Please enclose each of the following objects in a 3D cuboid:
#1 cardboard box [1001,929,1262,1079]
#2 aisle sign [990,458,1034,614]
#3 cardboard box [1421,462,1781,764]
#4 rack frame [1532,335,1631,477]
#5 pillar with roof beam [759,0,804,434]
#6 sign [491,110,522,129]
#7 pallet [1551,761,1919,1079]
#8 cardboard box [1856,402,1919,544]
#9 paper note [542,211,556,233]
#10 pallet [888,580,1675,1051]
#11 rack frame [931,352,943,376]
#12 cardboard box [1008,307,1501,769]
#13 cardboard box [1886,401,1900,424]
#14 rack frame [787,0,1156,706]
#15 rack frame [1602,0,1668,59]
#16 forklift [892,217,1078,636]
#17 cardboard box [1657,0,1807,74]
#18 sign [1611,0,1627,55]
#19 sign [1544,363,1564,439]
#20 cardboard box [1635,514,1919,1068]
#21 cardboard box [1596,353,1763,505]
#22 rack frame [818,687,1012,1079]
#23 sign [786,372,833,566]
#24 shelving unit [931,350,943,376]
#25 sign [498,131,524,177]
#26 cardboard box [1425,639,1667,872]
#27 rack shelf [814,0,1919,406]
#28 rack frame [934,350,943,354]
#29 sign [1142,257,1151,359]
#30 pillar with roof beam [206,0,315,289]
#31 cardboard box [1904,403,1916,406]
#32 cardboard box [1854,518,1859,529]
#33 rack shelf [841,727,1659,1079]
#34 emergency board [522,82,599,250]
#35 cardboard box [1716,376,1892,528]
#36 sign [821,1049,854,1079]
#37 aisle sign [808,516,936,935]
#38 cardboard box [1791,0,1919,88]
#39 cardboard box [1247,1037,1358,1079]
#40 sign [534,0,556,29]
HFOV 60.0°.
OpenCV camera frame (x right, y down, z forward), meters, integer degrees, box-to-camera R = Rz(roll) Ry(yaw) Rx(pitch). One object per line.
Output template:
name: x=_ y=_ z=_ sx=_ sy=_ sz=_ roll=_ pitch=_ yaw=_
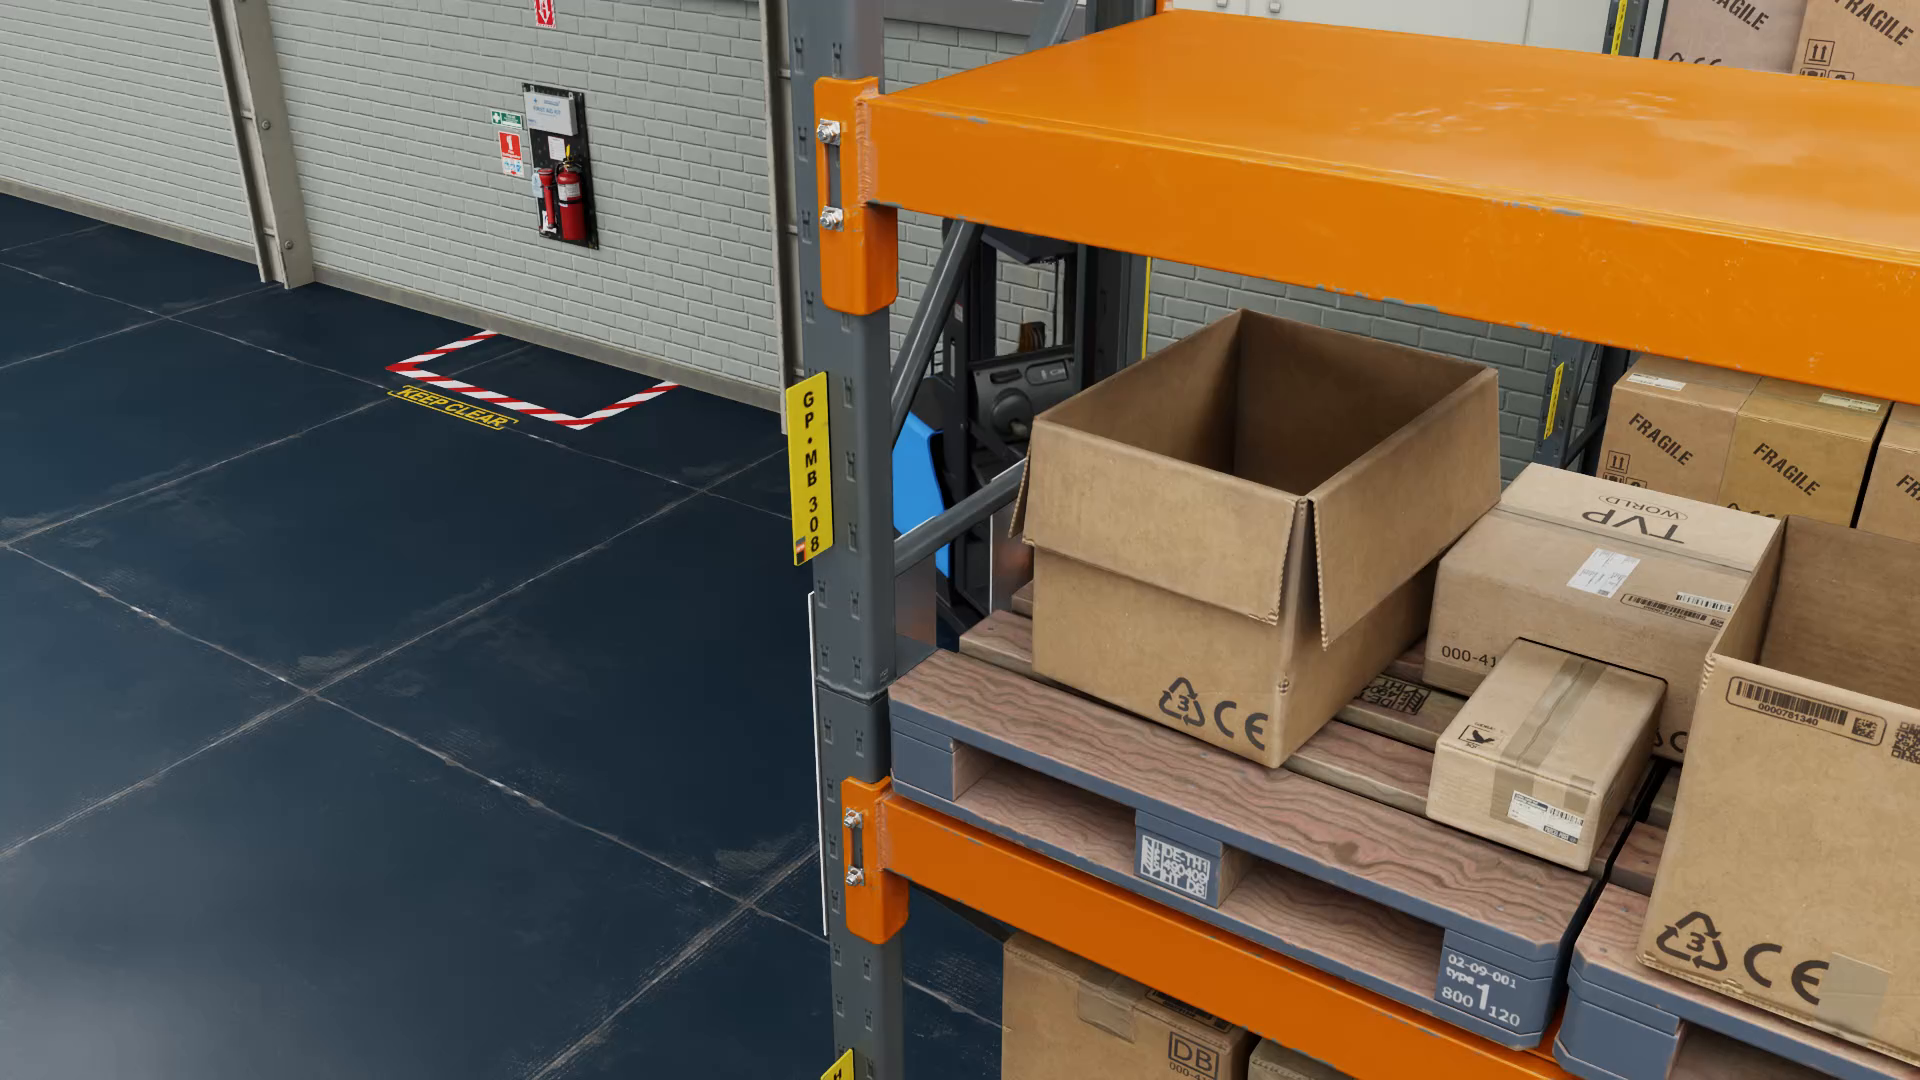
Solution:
cardboard box: x=0.487 y=0.953 z=3.530 sx=0.500 sy=0.500 sz=0.700 roll=17 pitch=32 yaw=30
aisle sign: x=0.178 y=0.152 z=3.777 sx=0.004 sy=0.787 sz=0.394 roll=17 pitch=32 yaw=30
cardboard box: x=1.164 y=0.115 z=2.957 sx=0.500 sy=0.250 sz=0.500 roll=17 pitch=32 yaw=30
rack frame: x=2.867 y=-0.415 z=7.759 sx=0.127 sy=3.000 sz=1.000 roll=17 pitch=32 yaw=30
pillar with roof beam: x=-3.449 y=-3.164 z=6.546 sx=0.400 sy=9.000 sz=9.100 roll=17 pitch=32 yaw=30
sign: x=-3.426 y=-3.177 z=12.561 sx=0.331 sy=0.109 sz=0.001 roll=17 pitch=32 yaw=30
pallet: x=1.643 y=0.644 z=2.467 sx=1.213 sy=0.211 sz=1.003 roll=17 pitch=32 yaw=30
cardboard box: x=3.914 y=-0.191 z=6.635 sx=0.500 sy=0.500 sz=0.500 roll=16 pitch=31 yaw=29
paper note: x=-3.134 y=-2.427 z=12.684 sx=0.142 sy=0.148 sz=0.016 roll=17 pitch=32 yaw=30
pallet: x=0.634 y=0.331 z=3.082 sx=1.213 sy=0.211 sz=1.003 roll=17 pitch=32 yaw=30
rack frame: x=-0.064 y=-0.594 z=10.094 sx=0.240 sy=1.200 sz=0.006 roll=-13 pitch=30 yaw=-24
cardboard box: x=0.537 y=-0.046 z=2.994 sx=0.637 sy=0.503 sz=0.797 roll=20 pitch=33 yaw=34
cardboard box: x=3.785 y=-0.517 z=7.276 sx=0.500 sy=0.500 sz=0.500 roll=18 pitch=32 yaw=31
rack frame: x=0.065 y=-1.236 z=2.757 sx=0.127 sy=3.000 sz=1.000 roll=17 pitch=32 yaw=30
rack frame: x=2.867 y=-3.089 z=6.398 sx=0.127 sy=3.000 sz=1.000 roll=17 pitch=32 yaw=30
forklift: x=0.594 y=-0.742 z=8.476 sx=1.130 sy=2.935 sz=3.031 roll=-13 pitch=30 yaw=-24
cardboard box: x=3.047 y=-2.062 z=6.452 sx=0.500 sy=0.500 sz=0.500 roll=15 pitch=31 yaw=27
sign: x=2.560 y=-1.939 z=6.482 sx=0.005 sy=0.325 sz=0.100 roll=17 pitch=32 yaw=30
sign: x=2.560 y=-0.598 z=7.164 sx=0.005 sy=0.325 sz=0.100 roll=17 pitch=32 yaw=30
cardboard box: x=1.280 y=0.335 z=2.249 sx=0.500 sy=0.500 sz=0.500 roll=17 pitch=32 yaw=30
cardboard box: x=3.090 y=-0.457 z=7.157 sx=0.500 sy=0.500 sz=0.500 roll=17 pitch=32 yaw=30
rack frame: x=0.065 y=1.438 z=4.118 sx=0.127 sy=3.000 sz=1.000 roll=17 pitch=32 yaw=30
sign: x=-0.254 y=-0.118 z=2.817 sx=0.005 sy=0.325 sz=0.100 roll=17 pitch=32 yaw=30
shelving unit: x=-0.105 y=-0.631 z=10.167 sx=0.258 sy=1.200 sz=0.189 roll=-13 pitch=30 yaw=-24
sign: x=-3.425 y=-2.945 z=12.691 sx=0.234 sy=0.329 sz=0.001 roll=17 pitch=32 yaw=30
cardboard box: x=0.935 y=0.331 z=2.645 sx=0.250 sy=0.149 sz=0.380 roll=17 pitch=32 yaw=30
rack shelf: x=1.714 y=-0.224 z=2.002 sx=4.000 sy=0.370 sz=1.077 roll=17 pitch=32 yaw=30
rack frame: x=-0.146 y=-0.668 z=10.239 sx=0.240 sy=1.200 sz=0.006 roll=-13 pitch=30 yaw=-24
sign: x=0.384 y=-0.458 z=3.646 sx=0.005 sy=0.325 sz=0.100 roll=17 pitch=32 yaw=30
pillar with roof beam: x=-8.395 y=-4.705 z=9.573 sx=0.400 sy=9.000 sz=9.100 roll=17 pitch=32 yaw=30
cardboard box: x=4.214 y=-0.386 z=7.018 sx=0.500 sy=0.500 sz=0.500 roll=16 pitch=31 yaw=29
cardboard box: x=3.526 y=0.015 z=7.058 sx=0.500 sy=0.250 sz=0.500 roll=16 pitch=31 yaw=29
rack shelf: x=1.714 y=0.935 z=2.592 sx=4.000 sy=0.370 sz=1.077 roll=17 pitch=32 yaw=30
emergency board: x=-3.027 y=-2.749 z=12.344 sx=0.643 sy=1.169 sz=0.194 roll=17 pitch=32 yaw=30
cardboard box: x=3.492 y=-0.326 z=6.900 sx=0.500 sy=0.500 sz=0.500 roll=17 pitch=32 yaw=30
sign: x=-0.254 y=1.222 z=3.499 sx=0.005 sy=0.325 sz=0.100 roll=17 pitch=32 yaw=30
aisle sign: x=-0.162 y=0.377 z=3.337 sx=0.004 sy=0.787 sz=0.394 roll=17 pitch=32 yaw=30
cardboard box: x=3.432 y=-1.914 z=6.162 sx=0.500 sy=0.500 sz=0.500 roll=17 pitch=31 yaw=30
cardboard box: x=0.923 y=1.086 z=3.268 sx=0.500 sy=0.500 sz=0.700 roll=16 pitch=31 yaw=29
sign: x=-2.978 y=-3.821 z=11.895 sx=0.199 sy=0.298 sz=0.001 roll=17 pitch=32 yaw=30
